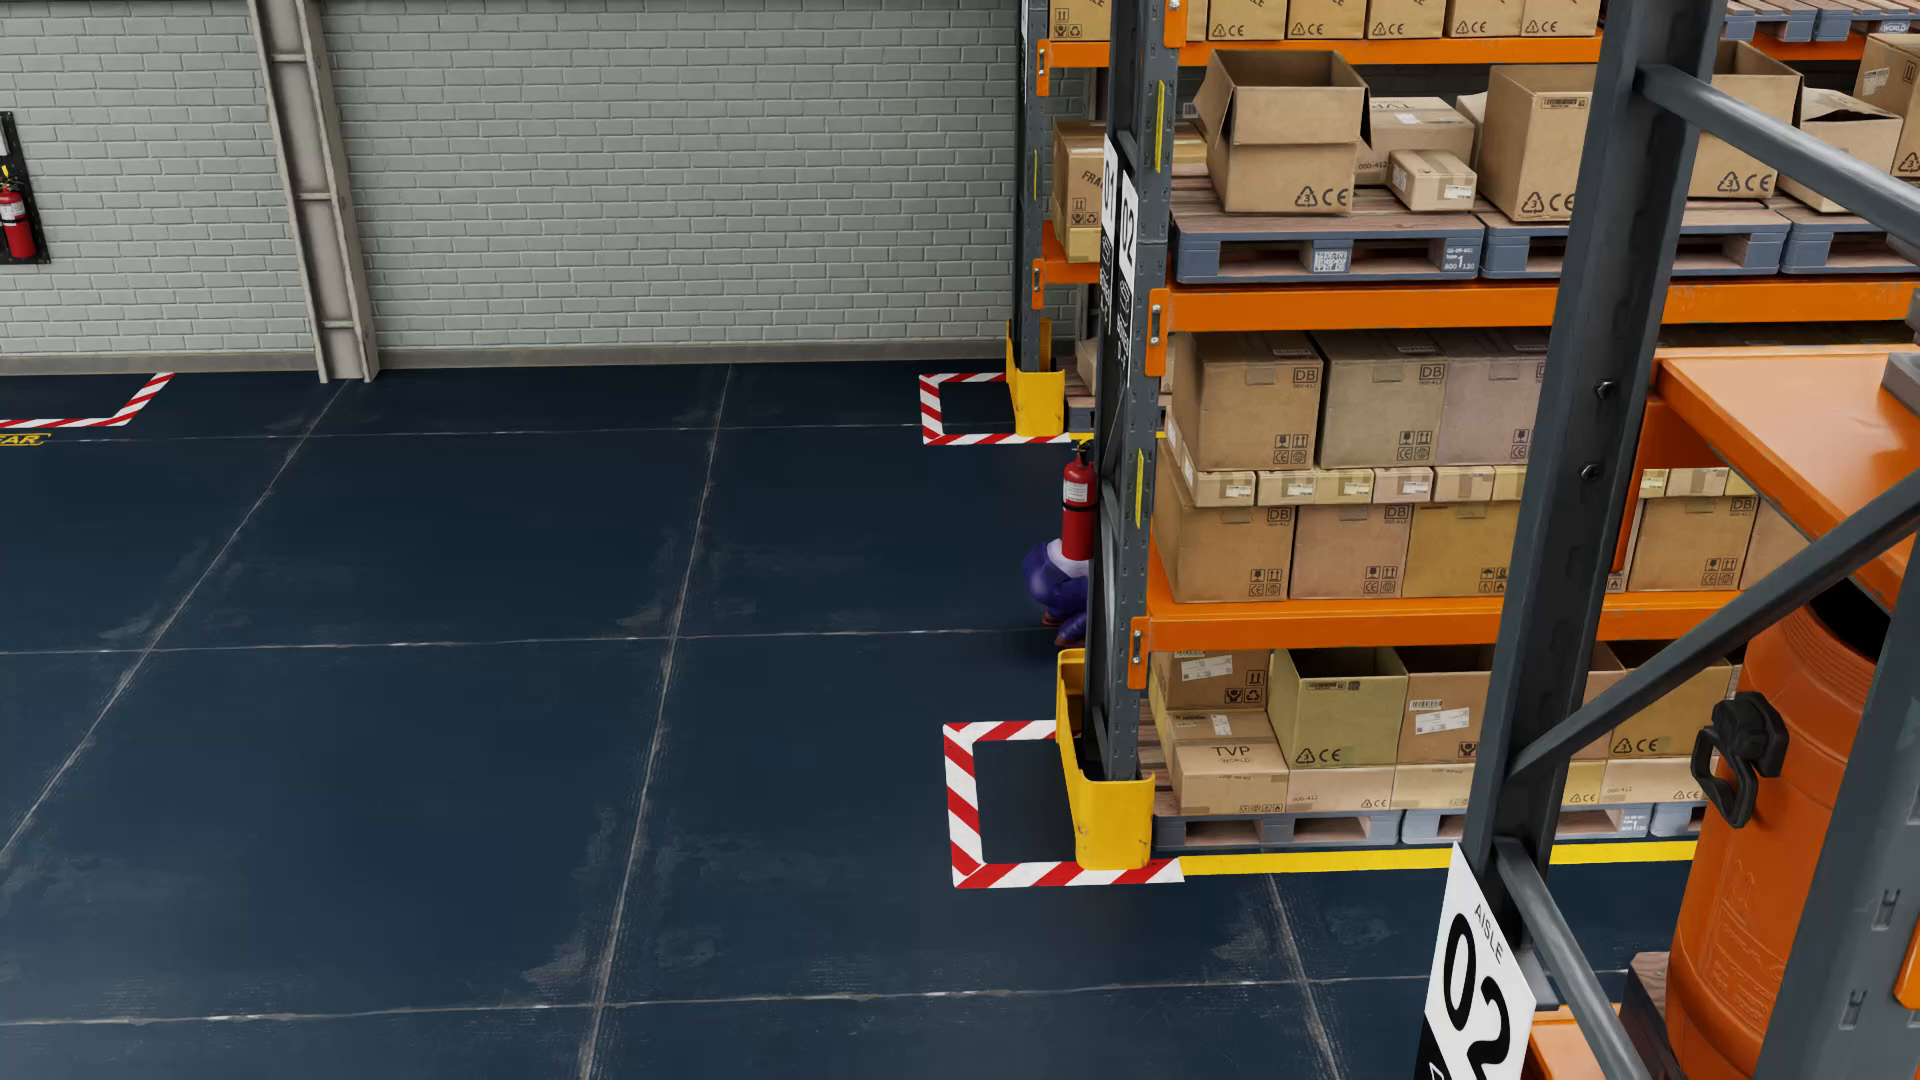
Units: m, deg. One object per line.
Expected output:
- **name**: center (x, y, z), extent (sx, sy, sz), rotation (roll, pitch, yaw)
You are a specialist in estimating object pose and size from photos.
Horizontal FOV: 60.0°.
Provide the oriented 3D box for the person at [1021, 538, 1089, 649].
- **person**: center (0.787, 0.240, 9.546), extent (0.870, 0.774, 0.507), rotation (-2, 28, -4)
